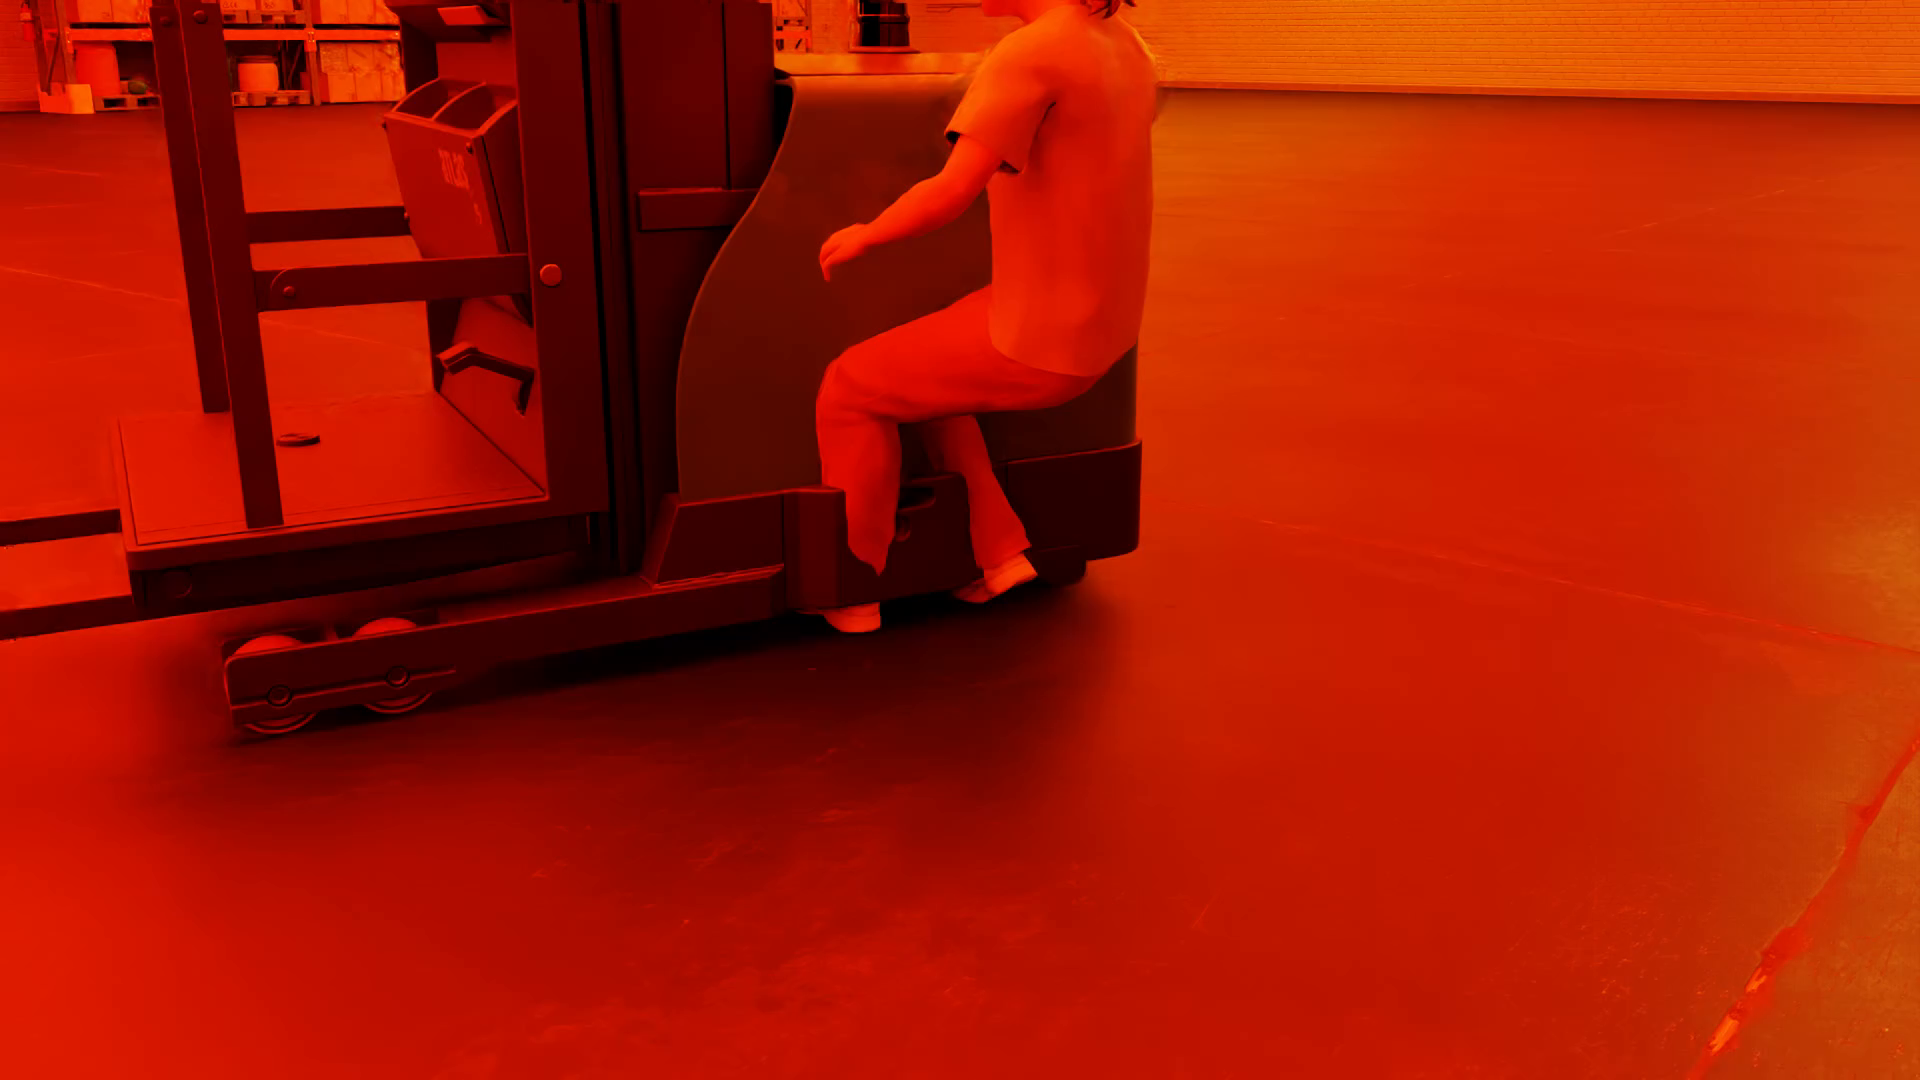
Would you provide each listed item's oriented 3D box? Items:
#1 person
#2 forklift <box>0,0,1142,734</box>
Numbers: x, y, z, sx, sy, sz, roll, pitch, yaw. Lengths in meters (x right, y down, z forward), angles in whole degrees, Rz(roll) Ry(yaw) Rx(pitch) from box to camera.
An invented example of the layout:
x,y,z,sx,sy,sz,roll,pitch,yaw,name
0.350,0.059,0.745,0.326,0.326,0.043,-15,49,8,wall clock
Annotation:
x,y,z,sx,sy,sz,roll,pitch,yaw,name
-0.054,-0.462,3.083,0.820,1.461,0.728,7,18,23,person
-1.156,-1.245,2.998,3.031,2.935,1.130,-9,19,-26,forklift
